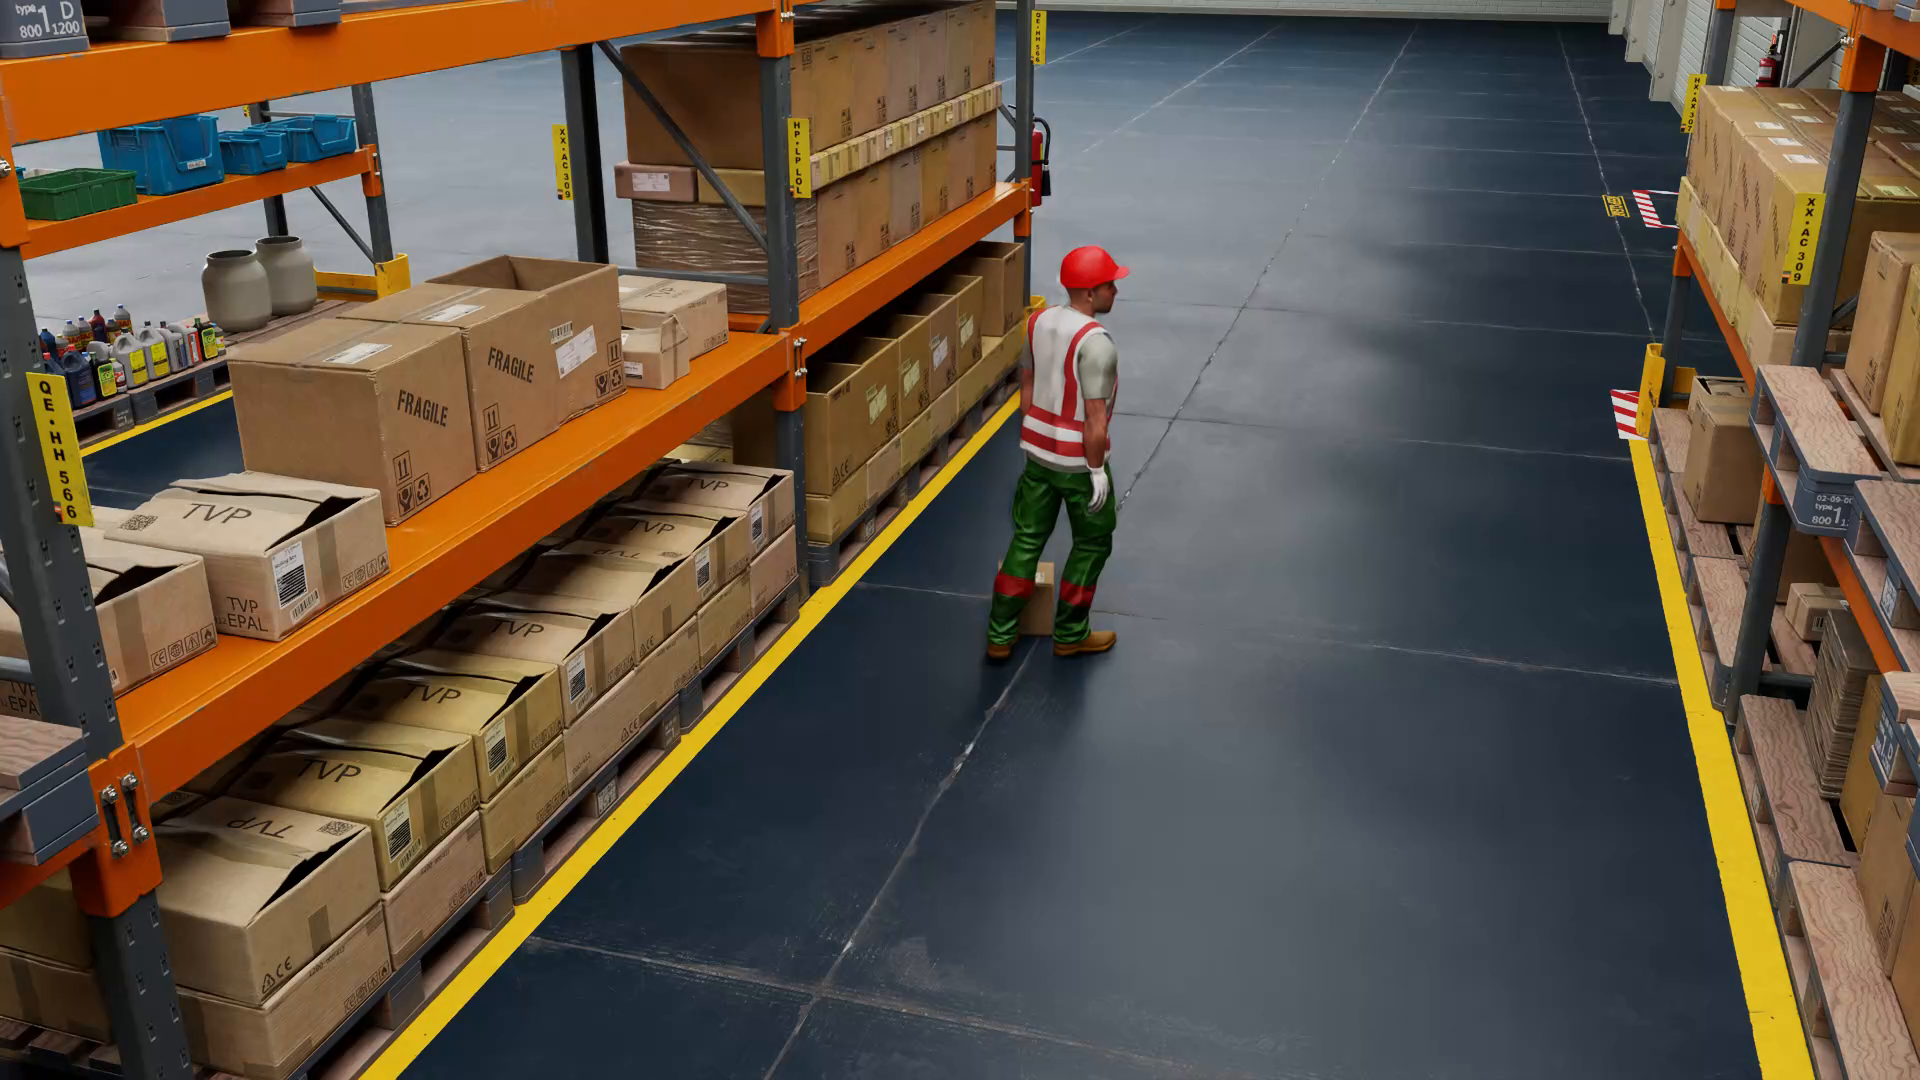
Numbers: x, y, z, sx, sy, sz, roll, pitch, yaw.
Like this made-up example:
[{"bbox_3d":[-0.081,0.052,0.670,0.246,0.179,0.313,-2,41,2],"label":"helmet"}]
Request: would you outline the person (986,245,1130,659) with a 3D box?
[{"bbox_3d":[0.400,-0.333,6.900,0.577,1.776,0.567,-16,27,-34],"label":"person"}]
